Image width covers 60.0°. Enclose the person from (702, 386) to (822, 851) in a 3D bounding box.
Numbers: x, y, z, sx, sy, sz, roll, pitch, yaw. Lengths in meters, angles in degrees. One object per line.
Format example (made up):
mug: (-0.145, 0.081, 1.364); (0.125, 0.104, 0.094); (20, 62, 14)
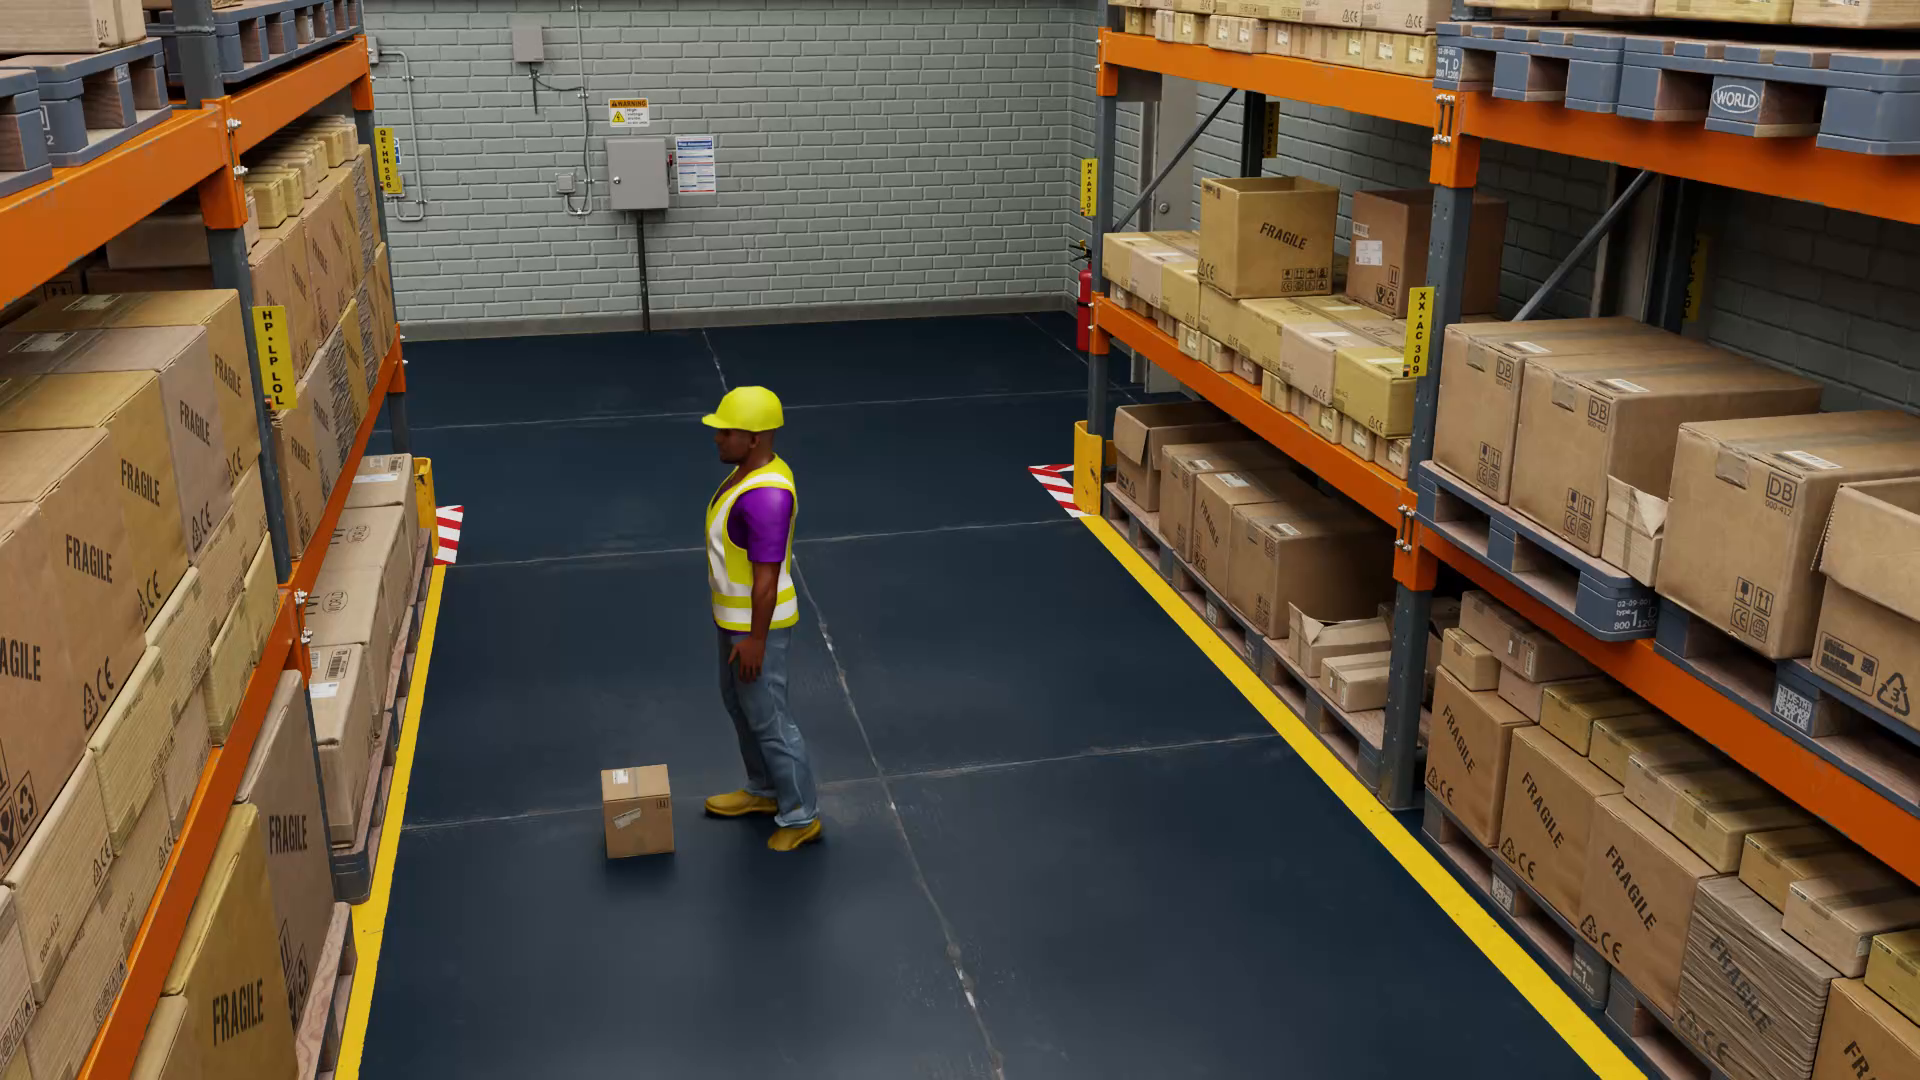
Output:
person: (-0.772, 0.322, 6.231); (0.432, 1.833, 0.567); (-4, 20, -11)
